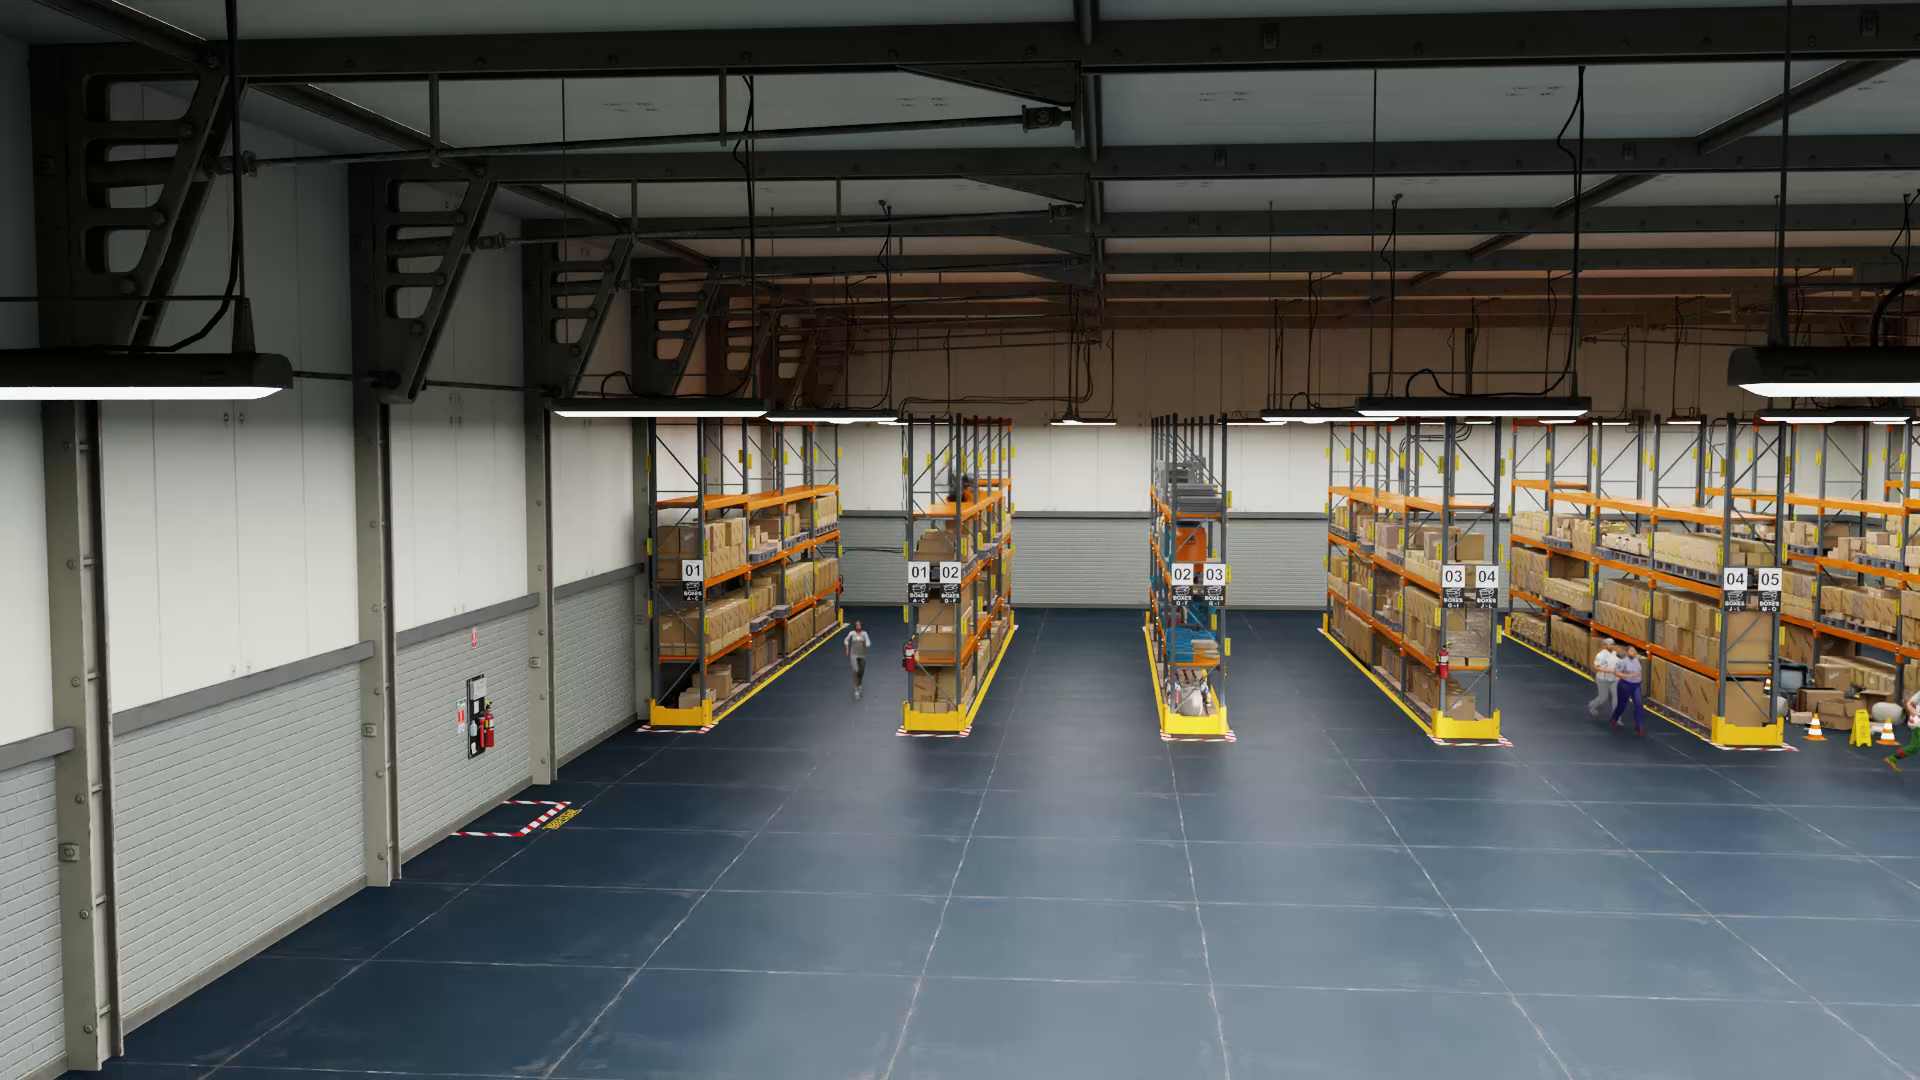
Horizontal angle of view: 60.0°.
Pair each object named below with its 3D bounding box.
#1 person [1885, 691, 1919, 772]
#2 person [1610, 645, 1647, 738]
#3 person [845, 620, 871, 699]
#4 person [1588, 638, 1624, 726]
[{"bbox_3d":[15.518,3.033,26.919,0.680,1.743,1.074,-2,5,-33],"label":"person"},{"bbox_3d":[12.490,2.792,31.068,0.617,1.680,0.888,-1,4,-11],"label":"person"},{"bbox_3d":[-2.173,2.518,35.449,0.519,1.626,0.797,-1,4,-12],"label":"person"},{"bbox_3d":[12.570,2.726,32.263,0.609,1.664,0.891,-1,4,-15],"label":"person"}]
